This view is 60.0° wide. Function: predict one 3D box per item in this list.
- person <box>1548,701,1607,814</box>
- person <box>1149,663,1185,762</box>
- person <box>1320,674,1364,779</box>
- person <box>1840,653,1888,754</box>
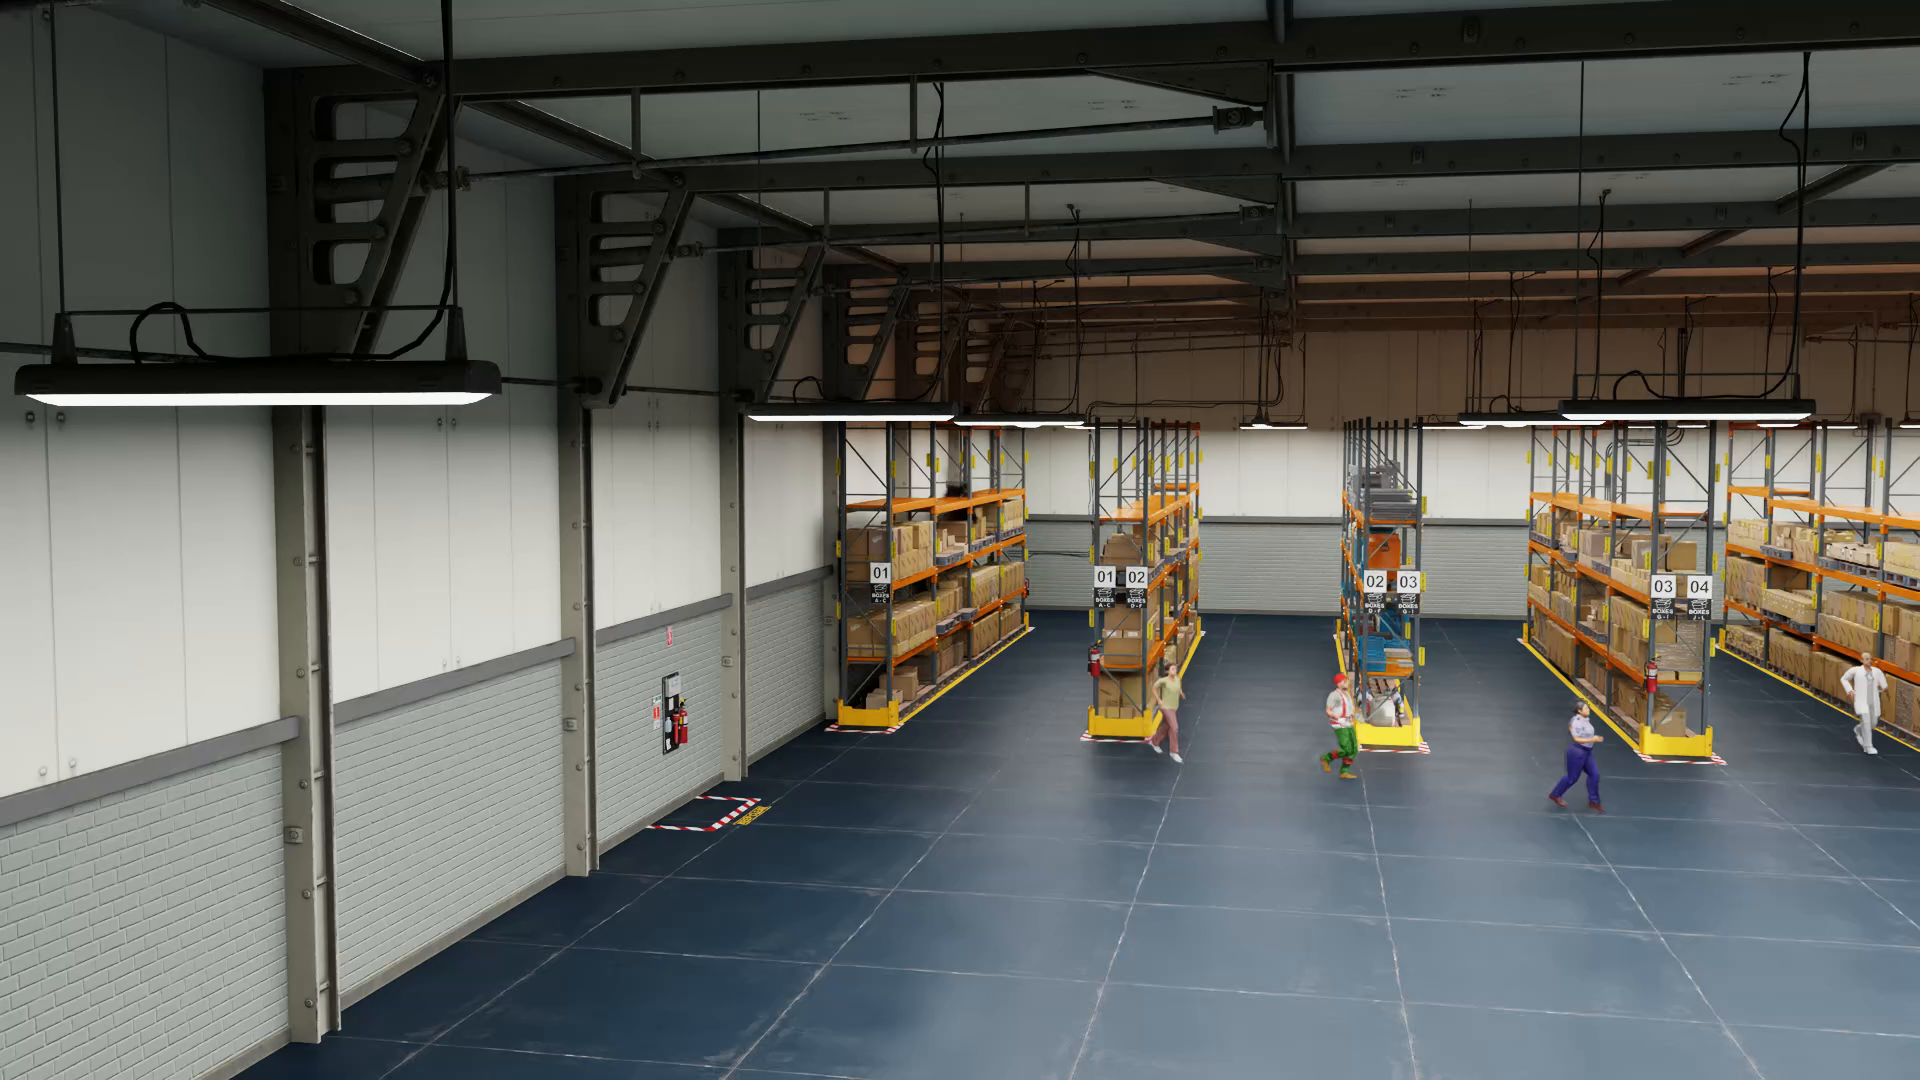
[{"bbox_3d":[9.330,3.282,25.113,0.816,1.687,0.593,3,5,38],"label":"person"},{"bbox_3d":[3.652,2.985,29.220,0.572,1.701,0.840,-3,5,-42],"label":"person"},{"bbox_3d":[6.293,3.070,27.469,0.621,1.736,0.654,3,5,39],"label":"person"},{"bbox_3d":[16.207,2.897,29.760,0.715,1.754,1.020,0,4,4],"label":"person"}]
